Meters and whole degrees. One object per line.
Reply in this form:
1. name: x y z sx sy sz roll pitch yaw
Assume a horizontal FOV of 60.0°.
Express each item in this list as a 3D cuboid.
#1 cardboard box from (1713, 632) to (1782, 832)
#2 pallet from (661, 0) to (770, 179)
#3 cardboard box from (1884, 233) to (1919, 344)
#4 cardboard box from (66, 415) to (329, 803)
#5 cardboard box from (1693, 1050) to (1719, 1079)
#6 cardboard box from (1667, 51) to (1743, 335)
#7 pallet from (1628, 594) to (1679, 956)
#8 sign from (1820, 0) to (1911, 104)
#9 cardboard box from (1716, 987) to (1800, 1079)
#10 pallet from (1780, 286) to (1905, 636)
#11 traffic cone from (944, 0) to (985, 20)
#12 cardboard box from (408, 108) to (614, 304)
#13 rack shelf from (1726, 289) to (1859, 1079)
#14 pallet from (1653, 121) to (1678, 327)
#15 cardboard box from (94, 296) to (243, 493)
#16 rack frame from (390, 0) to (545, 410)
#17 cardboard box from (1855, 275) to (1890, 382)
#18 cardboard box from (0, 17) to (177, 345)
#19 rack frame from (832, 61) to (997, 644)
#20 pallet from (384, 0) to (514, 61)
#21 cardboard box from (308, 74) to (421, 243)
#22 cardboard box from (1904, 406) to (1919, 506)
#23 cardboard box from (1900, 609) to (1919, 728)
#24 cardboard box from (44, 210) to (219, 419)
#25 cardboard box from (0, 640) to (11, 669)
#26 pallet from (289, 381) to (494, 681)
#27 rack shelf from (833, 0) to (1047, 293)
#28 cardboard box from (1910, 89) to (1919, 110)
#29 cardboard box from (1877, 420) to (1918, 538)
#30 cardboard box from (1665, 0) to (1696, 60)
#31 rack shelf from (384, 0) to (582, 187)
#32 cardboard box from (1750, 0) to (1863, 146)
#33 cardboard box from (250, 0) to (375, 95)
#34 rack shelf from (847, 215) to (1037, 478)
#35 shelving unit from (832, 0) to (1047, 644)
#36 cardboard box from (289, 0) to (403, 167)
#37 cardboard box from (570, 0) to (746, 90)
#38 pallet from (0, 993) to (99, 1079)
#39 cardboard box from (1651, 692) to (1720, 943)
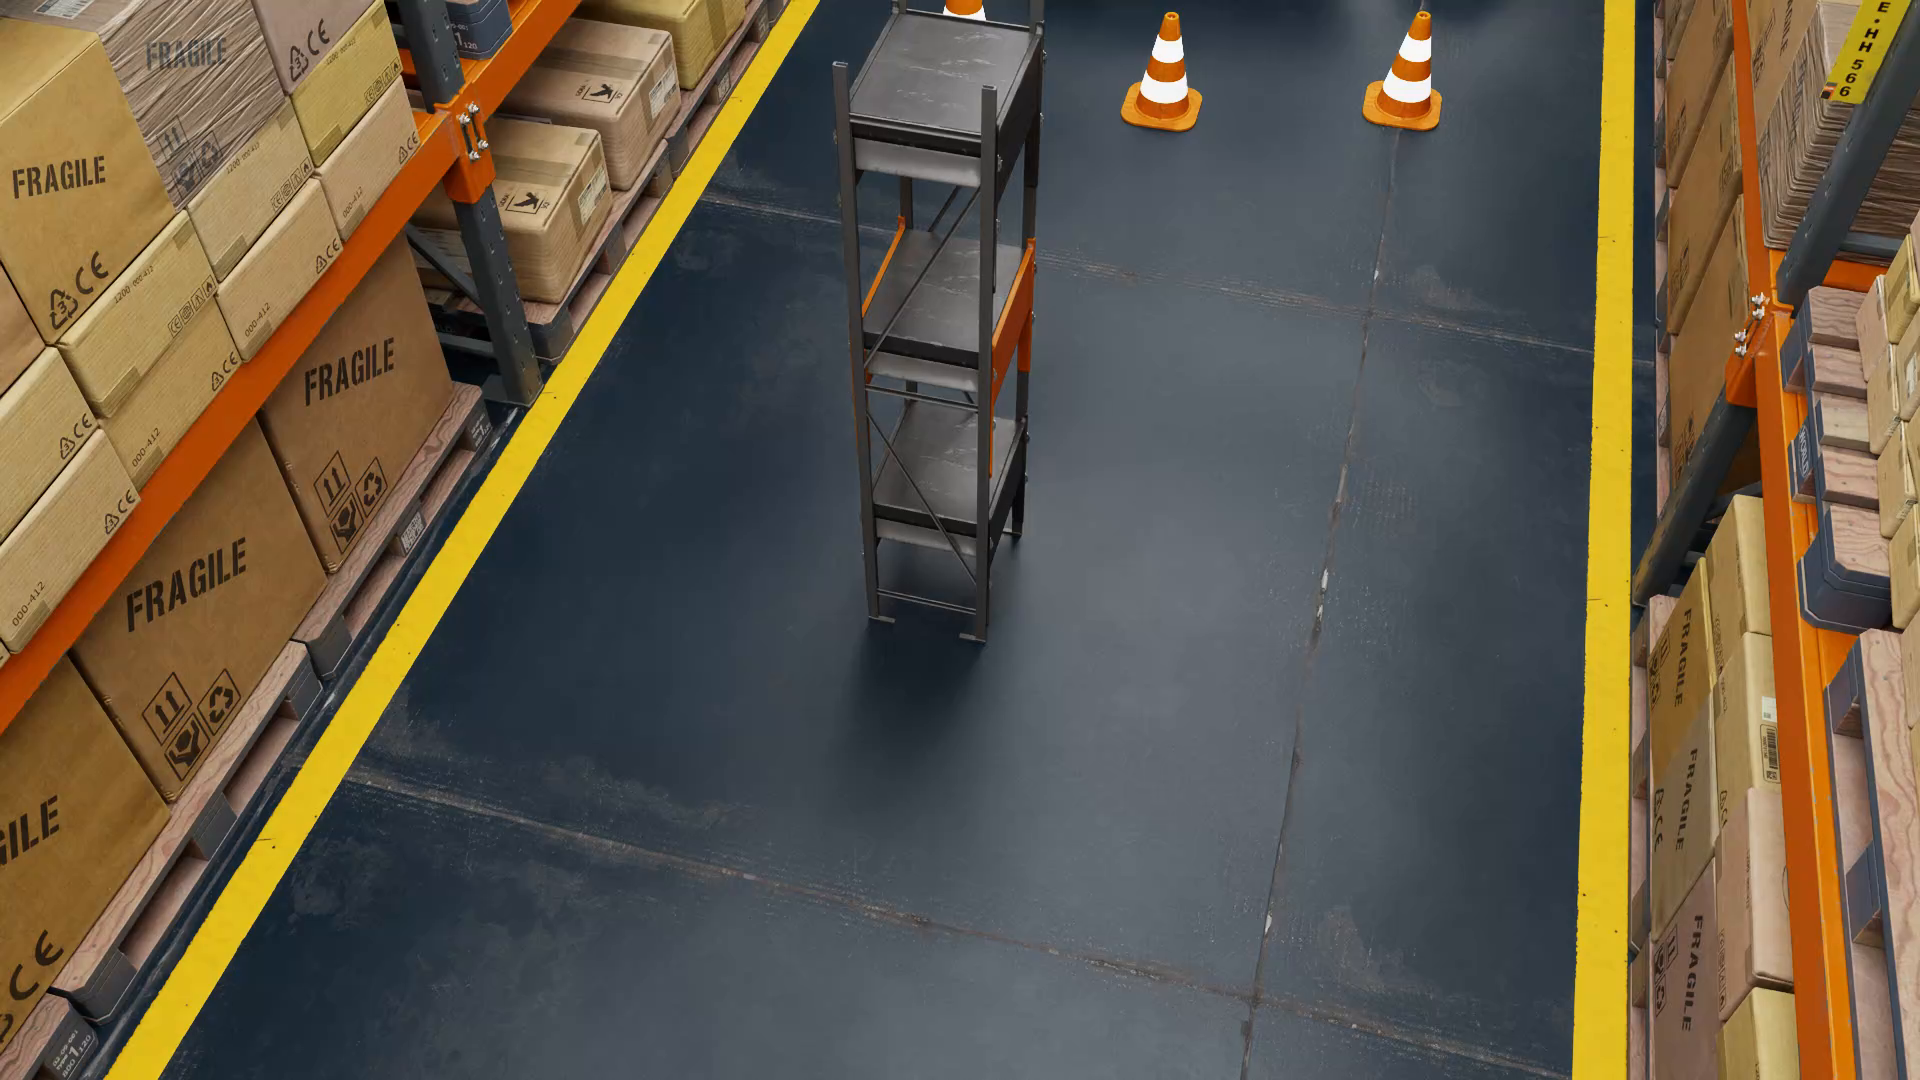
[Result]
1. cardboard box: 2.193 0.541 4.159 0.500 0.250 0.500 11 49 10
2. pallet: -1.531 -2.142 7.500 1.003 0.211 1.213 12 50 10
3. cardboard box: 2.420 -0.561 3.933 0.380 0.149 0.250 14 50 12
4. cardboard box: -2.562 0.071 4.823 0.875 0.875 0.875 12 50 10
5. cardboard box: 1.915 1.539 3.778 0.500 0.500 0.500 11 49 9
6. cardboard box: 3.215 -1.167 5.999 1.050 0.750 0.750 12 50 11
7. pallet: 2.534 0.771 4.929 1.003 0.211 1.213 12 50 10
8. sign: 2.205 -1.207 4.042 0.100 0.325 0.005 12 50 10
9. cardboard box: 1.914 1.274 3.512 0.500 0.250 0.500 10 49 8
10. pallet: 2.656 -0.117 3.980 1.213 0.211 1.003 12 50 10
11. traffic cone: 0.016 -2.501 7.649 0.336 0.463 0.334 12 50 10
12. cardboard box: -1.903 -1.296 6.366 0.950 0.372 0.625 9 49 7
13. rack shelf: 2.215 0.968 3.375 1.077 0.370 4.000 12 50 10
14. pallet: 3.344 -1.229 6.694 1.003 0.211 1.213 12 50 10
15. cardboard box: -2.211 -0.420 4.220 0.500 0.250 0.500 11 50 10
16. rack frame: -2.061 -1.620 5.179 1.000 3.000 0.127 12 50 10
17. cardboard box: 2.429 -0.488 4.068 0.380 0.149 0.250 11 49 10
18. cardboard box: -2.209 -0.828 3.746 0.500 0.500 0.500 12 50 10
19. rack frame: -0.108 -0.399 4.701 0.400 2.100 0.015 12 50 10
20. pallet: -1.976 -2.093 5.725 1.213 0.211 1.003 12 50 10
21. cardboard box: -1.944 -1.154 4.867 0.500 0.250 0.500 10 49 9
22. cardboard box: 2.284 -0.170 3.589 0.380 0.149 0.250 10 49 9
23. cardboard box: 2.150 0.289 3.381 0.380 0.149 0.250 13 50 11
24. cardboard box: -2.190 -0.590 4.036 0.500 0.250 0.500 10 49 9
25. cardboard box: -2.458 0.314 3.572 0.500 0.250 0.500 11 50 10
26. pallet: -2.341 -0.142 5.735 1.003 0.211 1.213 12 50 10
27. rack shelf: -0.044 -1.029 4.342 0.431 0.518 0.480 12 50 10
28. cardboard box: 2.869 -1.403 4.254 0.700 0.500 0.500 11 50 10
29. cardboard box: 2.287 -0.099 3.724 0.380 0.149 0.250 14 50 12
30. cardboard box: 3.717 -2.538 7.209 1.050 0.750 0.750 11 50 10
31. rack shelf: -1.534 -2.829 6.726 1.077 0.370 4.000 12 50 10
32. cardboard box: 2.733 -1.489 4.997 0.500 0.500 0.500 12 50 10
33. cardboard box: -1.945 -1.559 4.391 0.500 0.500 0.500 10 49 9
34. rack shelf: -0.044 -0.566 4.867 0.431 0.518 0.480 12 50 10
35. shelving unit: -0.044 -0.575 4.857 0.431 2.100 0.503 12 50 10
36. cardboard box: -1.943 -1.336 4.695 0.500 0.250 0.500 11 50 10
37. cardboard box: -1.511 -2.379 7.322 0.950 0.372 0.625 13 50 11
38. pallet: -2.983 1.623 4.177 1.003 0.211 1.213 12 50 10
39. cardboard box: 2.180 0.797 4.433 0.500 0.500 0.500 12 50 10
